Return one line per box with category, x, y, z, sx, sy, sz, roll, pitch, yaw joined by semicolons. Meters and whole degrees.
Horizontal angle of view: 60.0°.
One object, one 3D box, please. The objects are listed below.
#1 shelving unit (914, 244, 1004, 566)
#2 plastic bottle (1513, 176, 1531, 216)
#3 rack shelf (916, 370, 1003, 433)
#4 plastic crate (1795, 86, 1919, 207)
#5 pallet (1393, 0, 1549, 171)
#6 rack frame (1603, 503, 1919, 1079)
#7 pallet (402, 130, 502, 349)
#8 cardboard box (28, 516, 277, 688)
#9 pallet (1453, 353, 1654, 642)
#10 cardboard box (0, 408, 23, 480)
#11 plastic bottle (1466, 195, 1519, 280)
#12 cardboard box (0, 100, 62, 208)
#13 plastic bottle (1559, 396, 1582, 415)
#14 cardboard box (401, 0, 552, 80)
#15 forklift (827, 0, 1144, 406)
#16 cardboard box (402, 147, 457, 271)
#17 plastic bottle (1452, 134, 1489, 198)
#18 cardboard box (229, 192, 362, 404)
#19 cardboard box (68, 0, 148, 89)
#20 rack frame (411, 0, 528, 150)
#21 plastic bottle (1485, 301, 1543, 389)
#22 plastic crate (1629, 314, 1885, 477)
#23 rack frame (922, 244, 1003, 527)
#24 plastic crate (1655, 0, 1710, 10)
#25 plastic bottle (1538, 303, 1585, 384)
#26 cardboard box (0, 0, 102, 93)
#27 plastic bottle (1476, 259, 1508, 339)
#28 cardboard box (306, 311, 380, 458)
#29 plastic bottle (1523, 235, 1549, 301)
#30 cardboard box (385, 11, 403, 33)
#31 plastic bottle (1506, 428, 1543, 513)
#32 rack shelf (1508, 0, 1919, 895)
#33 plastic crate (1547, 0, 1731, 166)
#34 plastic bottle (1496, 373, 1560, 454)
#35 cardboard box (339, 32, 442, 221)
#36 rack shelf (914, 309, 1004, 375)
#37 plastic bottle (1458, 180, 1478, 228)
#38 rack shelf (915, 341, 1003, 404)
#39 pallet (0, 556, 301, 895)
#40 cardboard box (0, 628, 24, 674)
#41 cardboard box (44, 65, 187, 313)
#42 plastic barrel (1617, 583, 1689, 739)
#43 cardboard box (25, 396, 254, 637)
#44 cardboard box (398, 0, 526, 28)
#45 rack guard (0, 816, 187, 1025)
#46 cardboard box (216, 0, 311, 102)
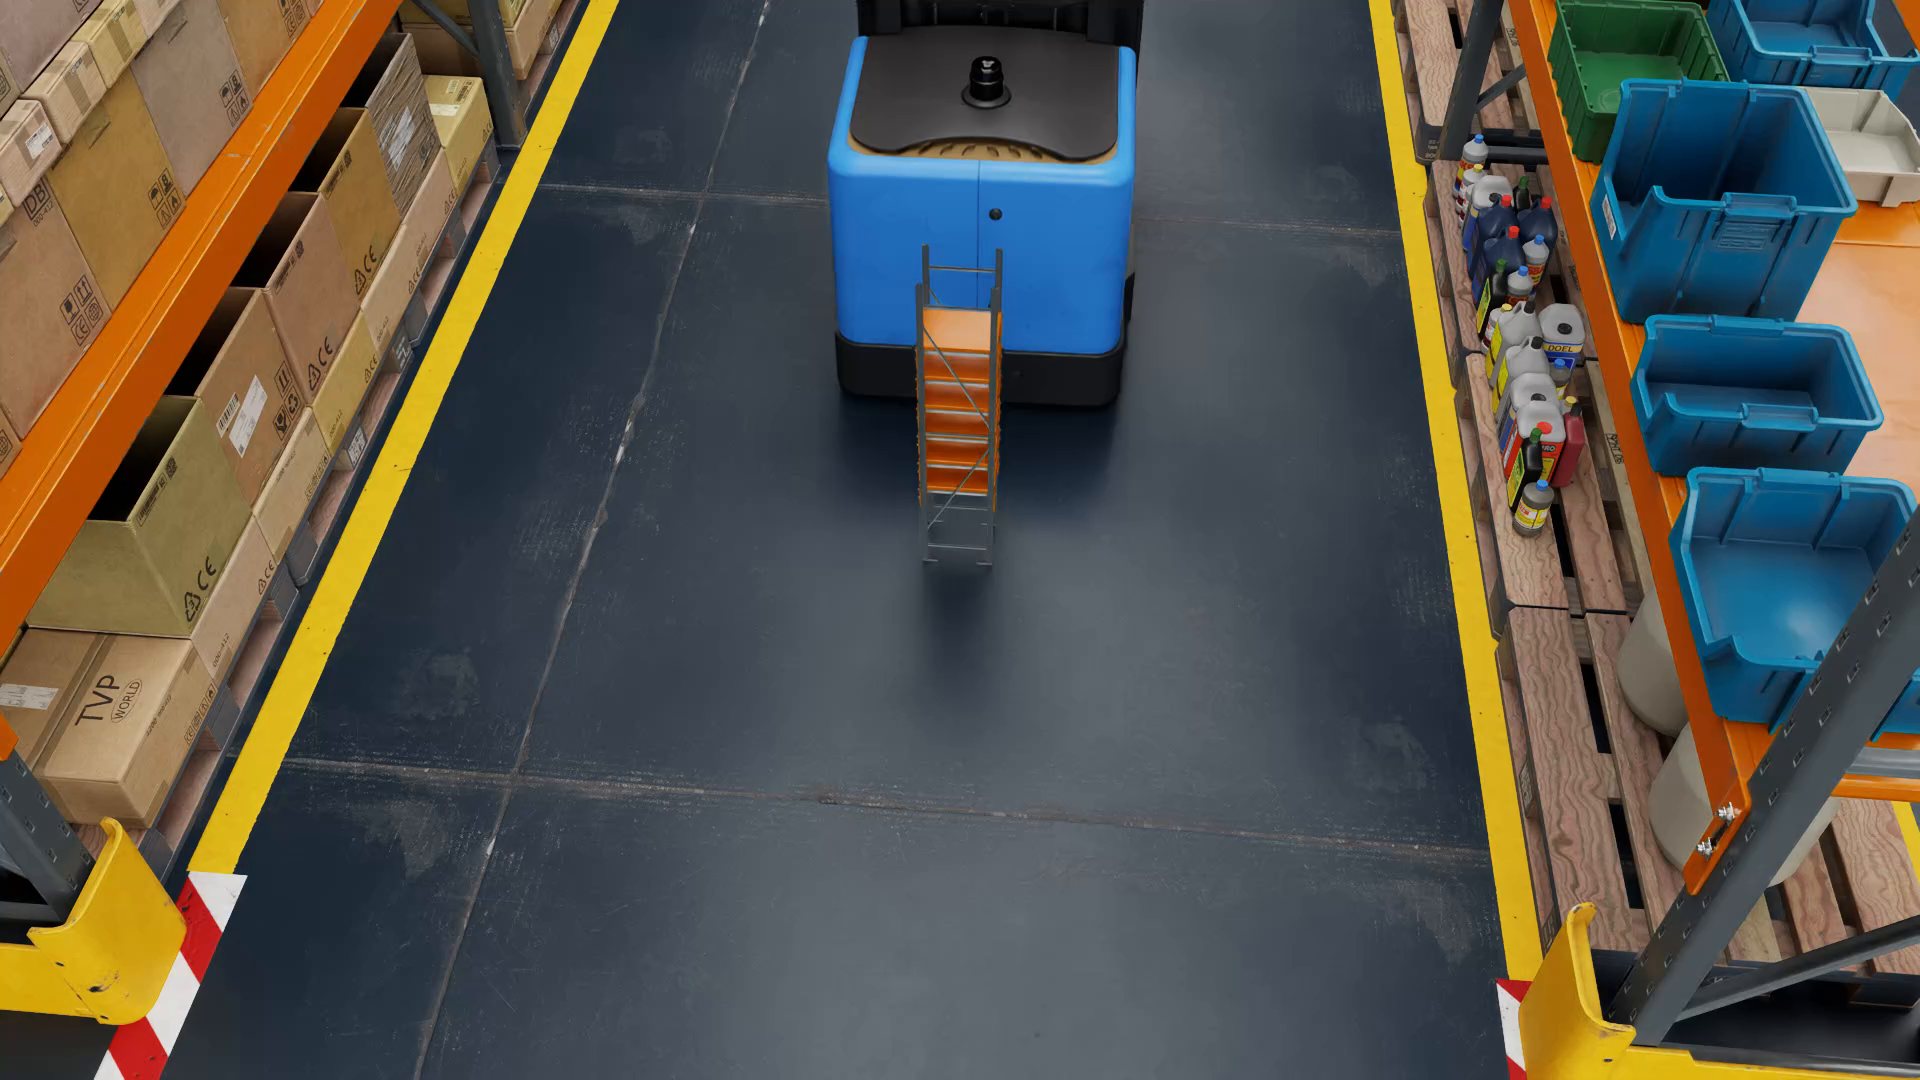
shelving unit;-0.001;-0.394;5.298;0.258;1.200;0.189;4;48;4
plastic bottle;2.146;-1.253;6.405;0.061;0.283;0.133;4;48;4
rack shelf;-0.001;-0.445;5.242;0.258;0.103;0.180;4;48;4
plastic crate;2.612;-1.172;4.968;0.530;0.136;0.437;4;48;4
pallet;2.540;-2.110;7.537;1.003;0.211;1.213;4;48;4
rack frame;2.143;0.468;3.289;1.000;3.000;0.127;4;48;4
pallet;-2.539;-1.285;6.782;1.003;0.211;1.213;4;48;4
cardboard box;-2.477;0.171;5.139;0.500;0.250;0.500;4;48;4
pallet;2.296;-0.141;5.736;1.003;0.211;1.213;4;48;4
cardboard box;-2.734;-0.244;3.873;0.700;0.500;0.500;4;48;4
plastic bottle;2.021;-1.161;6.276;0.144;0.351;0.185;5;48;5
cardboard box;-2.469;-0.957;4.085;0.380;0.149;0.250;3;48;3
plastic bottle;2.063;-0.406;5.687;0.097;0.201;0.097;0;48;0
cardboard box;-2.141;-2.301;7.401;0.500;0.250;0.500;3;48;3
forklift;0.171;-2.569;6.113;1.130;2.935;3.031;3;48;3
cardboard box;-2.305;-1.299;6.484;0.500;0.250;0.500;4;48;4
plastic bottle;2.042;-1.495;6.635;0.097;0.271;0.097;0;48;0
cardboard box;-2.380;-0.816;5.534;0.500;0.500;0.500;4;48;4
cardboard box;-2.424;-1.341;4.437;0.380;0.149;0.250;3;48;3
rack frame;-2.425;-2.807;6.285;1.000;3.000;0.127;4;48;4
plastic bottle;1.965;-0.710;5.863;0.144;0.351;0.185;4;48;3
plastic crate;1.955;-0.347;4.135;0.499;0.251;0.408;4;48;4
rack frame;0.007;-0.462;5.359;0.240;1.200;0.006;4;48;4
plastic crate;2.333;-2.075;5.657;0.767;0.338;0.504;4;48;4
plastic bottle;2.114;-0.693;5.899;0.152;0.276;0.135;4;48;4
cardboard box;-2.642;-1.478;4.122;0.700;0.500;0.500;4;48;4
plastic bottle;1.947;-0.881;6.066;0.061;0.283;0.133;6;48;5
cardboard box;-2.381;-0.563;5.811;0.500;0.250;0.500;4;48;4
plastic bottle;2.128;-1.019;6.200;0.097;0.271;0.097;0;48;0
cardboard box;-2.676;-2.345;7.441;0.500;0.250;0.500;3;48;3
plastic bottle;1.866;-0.230;5.470;0.061;0.283;0.133;5;48;4
rack shelf;2.325;-0.759;4.899;1.077;0.370;4.000;4;48;4
plastic crate;2.103;-1.422;5.161;0.450;0.188;0.662;4;48;4
plastic bottle;1.937;-0.426;5.654;0.152;0.276;0.135;3;48;2
cardboard box;-2.307;-1.552;6.208;0.500;0.500;0.500;4;48;4
rack shelf;-0.001;-0.607;5.065;0.258;0.103;0.180;4;48;4
plastic bottle;2.023;-1.322;6.524;0.097;0.201;0.097;0;48;0
rack shelf;-0.001;-0.526;5.153;0.258;0.103;0.180;4;48;4
pallet;-2.762;0.508;5.142;1.003;0.211;1.213;4;48;4
cardboard box;-3.035;0.504;4.835;0.500;0.250;0.500;4;48;4
cardboard box;-2.640;-0.995;4.559;0.700;0.500;0.500;4;48;4
plastic barrel;2.172;0.309;4.836;0.421;0.512;0.421;0;48;0
cardboard box;-2.475;-0.082;4.862;0.500;0.500;0.500;4;48;4
cardboard box;-2.139;-2.497;7.200;0.500;0.311;0.500;4;48;4
rack guard;-2.792;0.993;4.503;1.175;0.500;0.348;4;48;4
cardboard box;-2.550;-1.758;5.258;0.700;0.500;0.500;5;48;4
